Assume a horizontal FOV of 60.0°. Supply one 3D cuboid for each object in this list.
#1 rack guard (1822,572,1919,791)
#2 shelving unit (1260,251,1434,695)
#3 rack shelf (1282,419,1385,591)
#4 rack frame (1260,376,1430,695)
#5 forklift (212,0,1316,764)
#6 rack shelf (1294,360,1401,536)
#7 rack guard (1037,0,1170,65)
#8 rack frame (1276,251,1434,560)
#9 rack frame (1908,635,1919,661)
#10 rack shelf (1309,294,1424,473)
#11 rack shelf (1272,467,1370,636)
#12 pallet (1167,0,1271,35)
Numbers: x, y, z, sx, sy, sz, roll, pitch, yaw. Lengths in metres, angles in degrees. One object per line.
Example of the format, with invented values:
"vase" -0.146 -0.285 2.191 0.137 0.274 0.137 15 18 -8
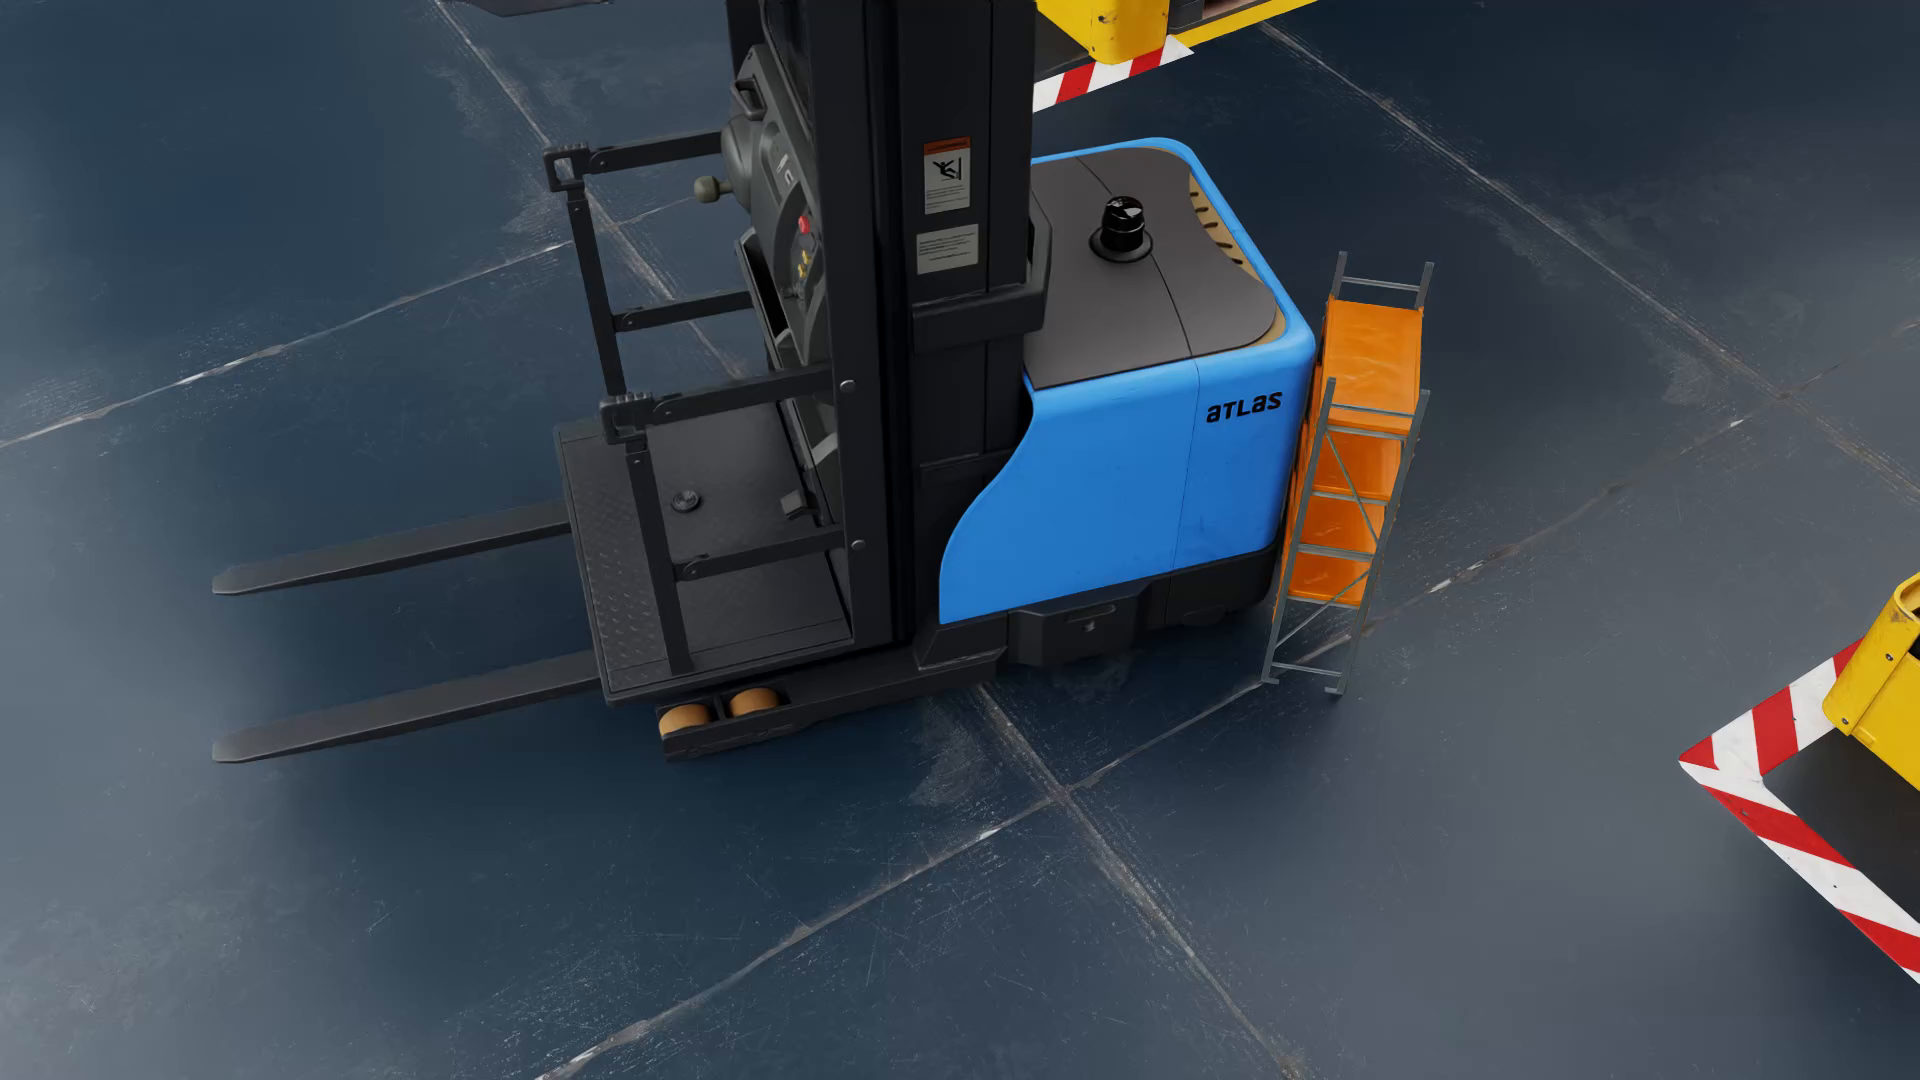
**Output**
"rack guard" 2.928 0.616 4.367 0.348 0.500 1.175 -25 53 -21
"shelving unit" 1.050 -0.149 4.579 0.258 1.200 0.503 9 49 8
"rack shelf" 1.050 -0.104 4.629 0.258 0.148 0.480 9 49 8
"rack frame" 1.000 0.030 4.420 0.240 1.200 0.015 9 49 8
"forklift" -0.635 -0.800 4.000 3.031 2.935 1.130 -13 50 -11
"rack shelf" 1.050 -0.253 4.462 0.258 0.148 0.480 9 49 8
"rack guard" 0.452 -2.597 7.228 0.348 0.500 1.175 -25 53 -21
"rack frame" 1.101 -0.327 4.738 0.240 1.200 0.015 9 49 8
"rack frame" 2.948 -0.225 3.442 0.127 3.000 1.000 -25 53 -21
"rack shelf" 1.050 -0.410 4.286 0.258 0.148 0.480 9 49 8
"rack shelf" 1.050 0.028 4.778 0.258 0.148 0.480 9 49 8
"pallet" 1.158 -2.802 7.604 1.213 0.211 1.003 -25 53 -21
